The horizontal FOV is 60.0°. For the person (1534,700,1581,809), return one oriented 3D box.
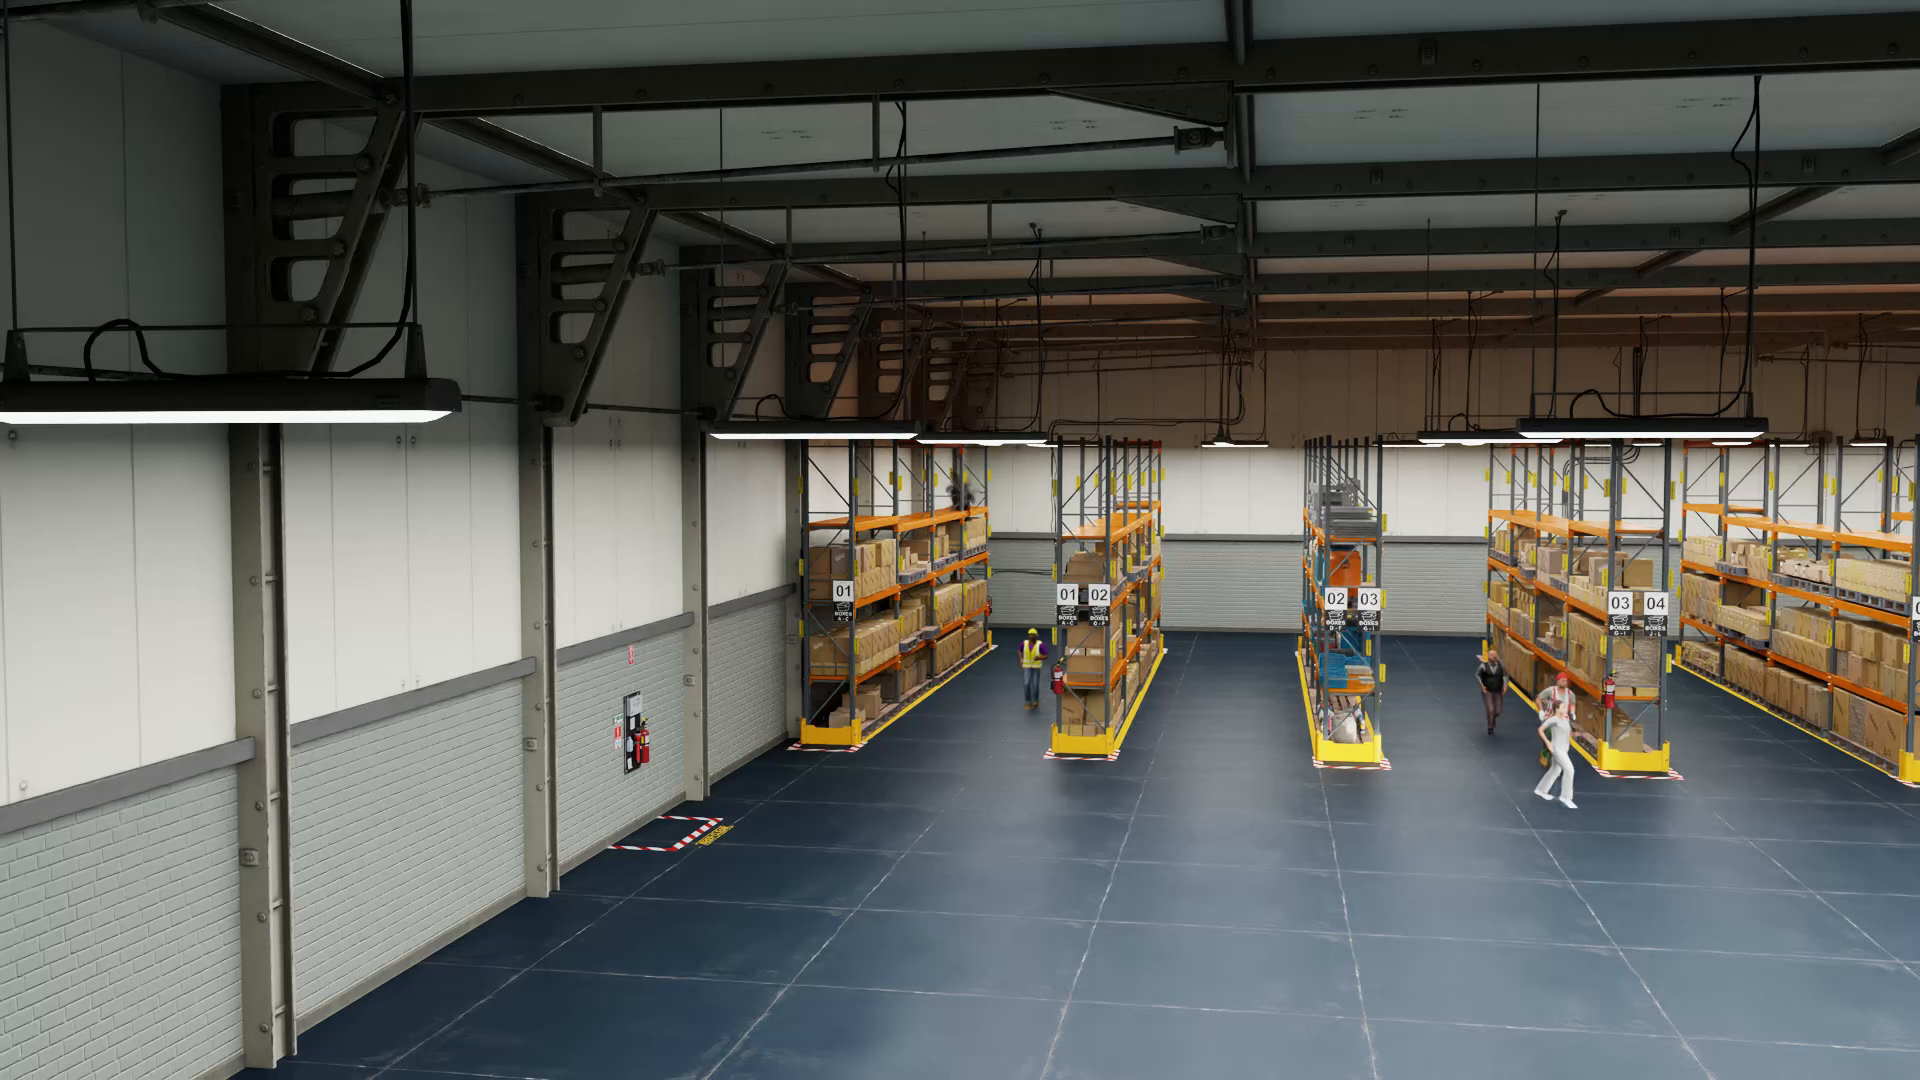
[{"bbox_3d":[9.628,3.431,26.798,0.768,1.723,0.537,3,4,41],"label":"person"}]

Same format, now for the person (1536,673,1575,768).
[{"bbox_3d":[10.712,3.245,29.735,0.658,1.753,0.596,0,3,-7],"label":"person"}]

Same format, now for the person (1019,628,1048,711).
[{"bbox_3d":[1.601,2.863,36.762,0.688,1.828,0.684,1,3,11],"label":"person"}]

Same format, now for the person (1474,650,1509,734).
[{"bbox_3d":[10.777,3.064,33.705,0.687,1.683,0.641,0,3,4],"label":"person"}]
